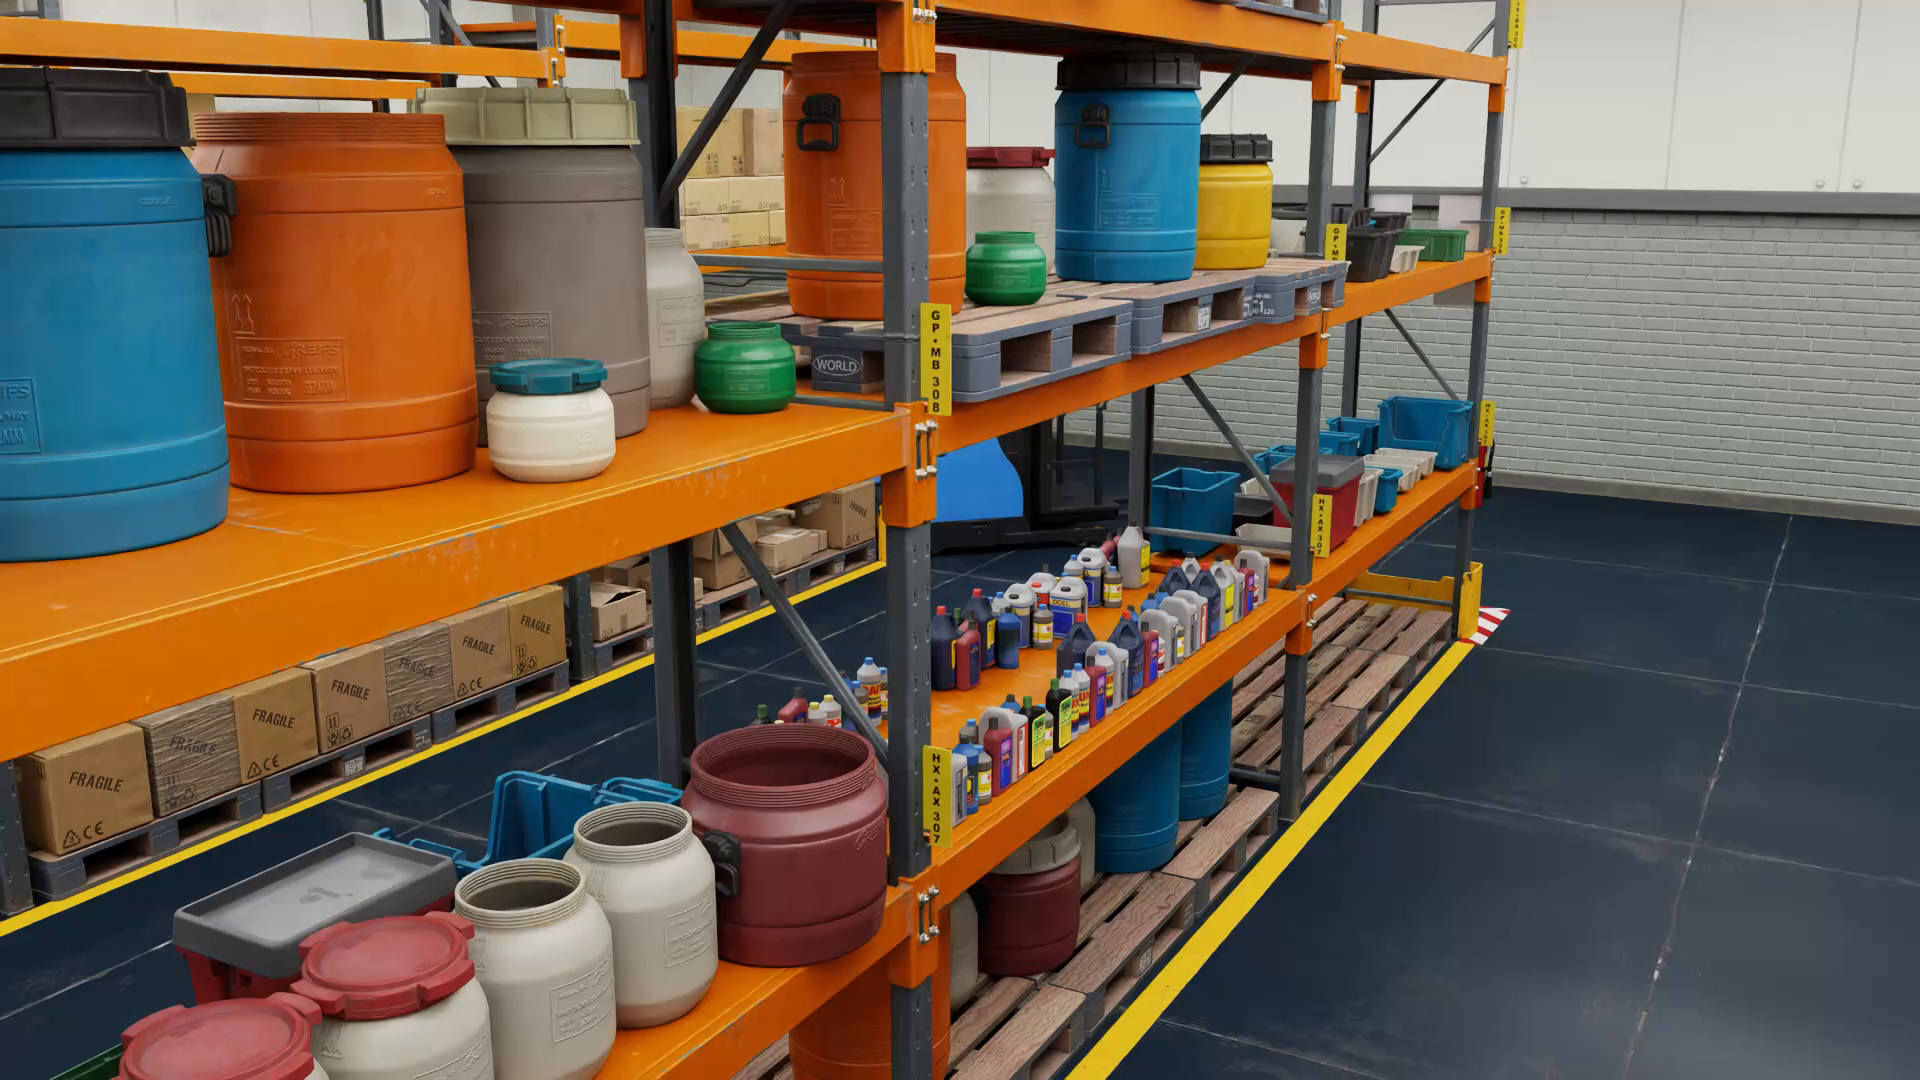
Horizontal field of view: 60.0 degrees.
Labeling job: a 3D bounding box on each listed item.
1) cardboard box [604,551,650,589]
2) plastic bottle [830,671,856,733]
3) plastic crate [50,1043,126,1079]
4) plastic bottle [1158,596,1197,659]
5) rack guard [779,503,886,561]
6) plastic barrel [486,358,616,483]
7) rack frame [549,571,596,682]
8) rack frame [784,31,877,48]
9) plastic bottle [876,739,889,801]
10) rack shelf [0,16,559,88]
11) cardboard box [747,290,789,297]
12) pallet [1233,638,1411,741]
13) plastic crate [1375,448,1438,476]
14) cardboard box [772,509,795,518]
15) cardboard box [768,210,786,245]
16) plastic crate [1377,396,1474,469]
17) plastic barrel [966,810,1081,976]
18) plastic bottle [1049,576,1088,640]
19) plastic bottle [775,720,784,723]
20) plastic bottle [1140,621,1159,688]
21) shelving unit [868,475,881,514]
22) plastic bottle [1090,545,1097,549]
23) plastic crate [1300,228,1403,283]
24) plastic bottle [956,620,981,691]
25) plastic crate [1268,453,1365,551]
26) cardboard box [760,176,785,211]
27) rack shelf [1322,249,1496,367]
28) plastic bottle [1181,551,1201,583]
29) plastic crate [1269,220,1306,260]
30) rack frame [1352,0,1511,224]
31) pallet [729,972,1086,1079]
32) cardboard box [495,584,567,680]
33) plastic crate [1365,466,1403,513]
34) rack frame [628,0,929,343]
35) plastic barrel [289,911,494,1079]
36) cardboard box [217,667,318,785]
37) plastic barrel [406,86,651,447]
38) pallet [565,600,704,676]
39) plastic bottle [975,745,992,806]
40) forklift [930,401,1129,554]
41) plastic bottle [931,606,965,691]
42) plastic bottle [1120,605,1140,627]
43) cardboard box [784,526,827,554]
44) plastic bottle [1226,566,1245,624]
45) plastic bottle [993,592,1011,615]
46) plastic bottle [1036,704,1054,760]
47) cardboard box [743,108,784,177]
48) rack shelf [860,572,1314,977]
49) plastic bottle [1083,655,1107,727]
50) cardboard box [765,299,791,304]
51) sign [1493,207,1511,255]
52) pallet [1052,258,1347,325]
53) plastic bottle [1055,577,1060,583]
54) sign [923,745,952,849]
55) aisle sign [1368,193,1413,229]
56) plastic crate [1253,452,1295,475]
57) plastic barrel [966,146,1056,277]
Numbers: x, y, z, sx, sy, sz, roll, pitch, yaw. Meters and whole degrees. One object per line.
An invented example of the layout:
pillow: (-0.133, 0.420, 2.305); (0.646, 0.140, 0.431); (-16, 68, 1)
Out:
cardboard box: (-2.566, 0.227, 12.706); (0.500, 0.311, 0.500); (7, 15, 28)
plastic bottle: (-0.456, 0.642, 6.463); (0.097, 0.271, 0.097); (0, 14, 0)
plastic crate: (-1.894, 1.354, 3.687); (0.450, 0.188, 0.662); (7, 15, 28)
plastic bottle: (0.985, 0.383, 7.528); (0.152, 0.276, 0.135); (7, 15, 28)
rack guard: (-1.059, -0.153, 14.819); (1.175, 0.500, 0.348); (7, 15, 28)
plastic barrel: (-0.966, -0.284, 3.924); (0.301, 0.262, 0.301); (0, 14, 0)
rack frame: (-2.956, -0.563, 11.186); (1.000, 3.000, 0.127); (7, 15, 28)
rack frame: (-1.022, -4.300, 13.887); (1.000, 3.000, 0.127); (7, 15, 28)
plastic bottle: (-0.196, 0.810, 5.754); (0.152, 0.276, 0.135); (7, 15, 28)
rack shelf: (-3.923, -2.525, 8.912); (1.077, 0.370, 4.000); (7, 15, 28)
cardboard box: (-1.468, -1.857, 14.208); (0.500, 0.500, 0.500); (8, 16, 30)
pallet: (2.289, 0.948, 10.868); (1.003, 0.211, 1.213); (7, 15, 28)
plastic crate: (3.076, -0.535, 11.504); (0.396, 0.136, 0.243); (7, 15, 28)
cardboard box: (-1.525, -0.165, 14.678); (0.380, 0.149, 0.250); (7, 15, 28)
cardboard box: (-1.521, -2.429, 12.843); (0.500, 0.250, 0.500); (7, 15, 28)
plastic crate: (3.314, -0.778, 11.875); (0.616, 0.435, 0.499); (7, 15, 28)
plastic barrel: (0.212, 1.454, 7.070); (0.600, 0.588, 0.708); (7, 15, 28)
plastic bottle: (0.507, 0.318, 7.795); (0.152, 0.276, 0.135); (7, 15, 28)
plastic bottle: (-0.661, 0.763, 6.109); (0.097, 0.201, 0.097); (0, 14, 0)
plastic bottle: (0.801, 0.479, 7.111); (0.061, 0.283, 0.133); (7, 15, 28)
shelving unit: (-1.049, -0.728, 15.097); (0.538, 1.500, 1.048); (-17, 24, -41)
plastic bottle: (0.676, 0.161, 8.456); (0.097, 0.271, 0.097); (0, 14, 0)
plastic crate: (2.219, -1.620, 9.447); (0.497, 0.269, 0.590); (7, 15, 28)
plastic bottle: (0.035, 0.489, 7.072); (0.061, 0.283, 0.133); (7, 15, 28)
plastic crate: (2.030, -0.216, 9.483); (0.402, 0.464, 0.583); (7, 15, 28)
cardboard box: (-1.534, -2.673, 12.791); (0.500, 0.250, 0.500); (7, 15, 28)
rack shelf: (2.345, -1.520, 10.290); (1.077, 0.370, 4.000); (7, 15, 28)
plastic bottle: (1.094, 0.232, 7.993); (0.144, 0.351, 0.185); (7, 15, 28)
plastic crate: (1.971, -1.803, 10.181); (0.437, 0.282, 0.530); (7, 15, 28)
rack frame: (3.312, -3.738, 11.556); (1.000, 3.000, 0.127); (7, 15, 28)
pallet: (-0.211, 2.008, 6.469); (1.003, 0.211, 1.213); (7, 15, 28)
cardboard box: (-2.944, 0.572, 10.873); (0.500, 0.500, 0.500); (7, 15, 28)
plastic crate: (2.544, -0.319, 10.404); (0.416, 0.233, 0.300); (7, 15, 28)
rack frame: (-0.555, -2.097, 4.748); (1.000, 3.000, 0.127); (7, 15, 28)
plastic barrel: (-1.271, 1.163, 3.735); (0.433, 0.535, 0.433); (0, 14, 0)
cardboard box: (-3.924, 0.987, 9.149); (0.500, 0.500, 0.500); (7, 15, 27)
plastic barrel: (-1.142, -0.739, 4.444); (0.600, 0.901, 0.600); (0, 14, 0)
pallet: (-2.623, 0.652, 12.097); (1.003, 0.211, 1.213); (7, 15, 28)
plastic bottle: (0.064, 0.823, 5.859); (0.097, 0.201, 0.097); (0, 14, 0)
forklift: (0.847, -1.481, 15.140); (3.031, 2.935, 1.130); (-4, 14, -17)
plastic bottle: (-0.067, 0.450, 7.090); (0.144, 0.351, 0.185); (7, 15, 28)
plastic bottle: (0.755, 0.422, 7.374); (0.097, 0.271, 0.097); (0, 14, 0)
cardboard box: (-1.344, -0.008, 13.990); (0.380, 0.166, 0.250); (7, 15, 28)
plastic bottle: (1.294, 0.251, 8.072); (0.152, 0.276, 0.135); (7, 15, 28)
plastic bottle: (0.181, 0.371, 7.584); (0.097, 0.271, 0.097); (0, 14, 0)
plastic bottle: (0.305, 0.721, 6.284); (0.097, 0.201, 0.097); (0, 14, 0)
cardboard box: (-1.720, -3.062, 12.803); (0.700, 0.500, 0.500); (7, 15, 28)
rack shelf: (0.412, 0.759, 7.238); (1.077, 0.370, 4.000); (7, 15, 28)
plastic bottle: (0.535, 0.592, 6.643); (0.061, 0.283, 0.133); (7, 15, 28)
cardboard box: (-1.240, -1.692, 13.523); (0.500, 0.500, 0.500); (8, 16, 30)
sign: (3.802, -2.170, 11.675); (0.100, 0.325, 0.005); (7, 15, 28)
pallet: (1.085, -1.196, 7.813); (1.213, 0.211, 1.003); (7, 15, 28)
plastic bottle: (0.470, 0.283, 8.101); (0.097, 0.201, 0.097); (0, 14, 0)
sign: (-0.070, 0.801, 5.180); (0.100, 0.325, 0.005); (7, 15, 28)
aisle sign: (3.087, -2.134, 12.155); (0.394, 0.787, 0.004); (7, 15, 28)
plastic crate: (2.123, -0.425, 10.841); (0.416, 0.233, 0.300); (7, 15, 28)
plastic barrel: (0.170, -1.290, 6.614); (0.433, 0.535, 0.433); (0, 14, 0)
